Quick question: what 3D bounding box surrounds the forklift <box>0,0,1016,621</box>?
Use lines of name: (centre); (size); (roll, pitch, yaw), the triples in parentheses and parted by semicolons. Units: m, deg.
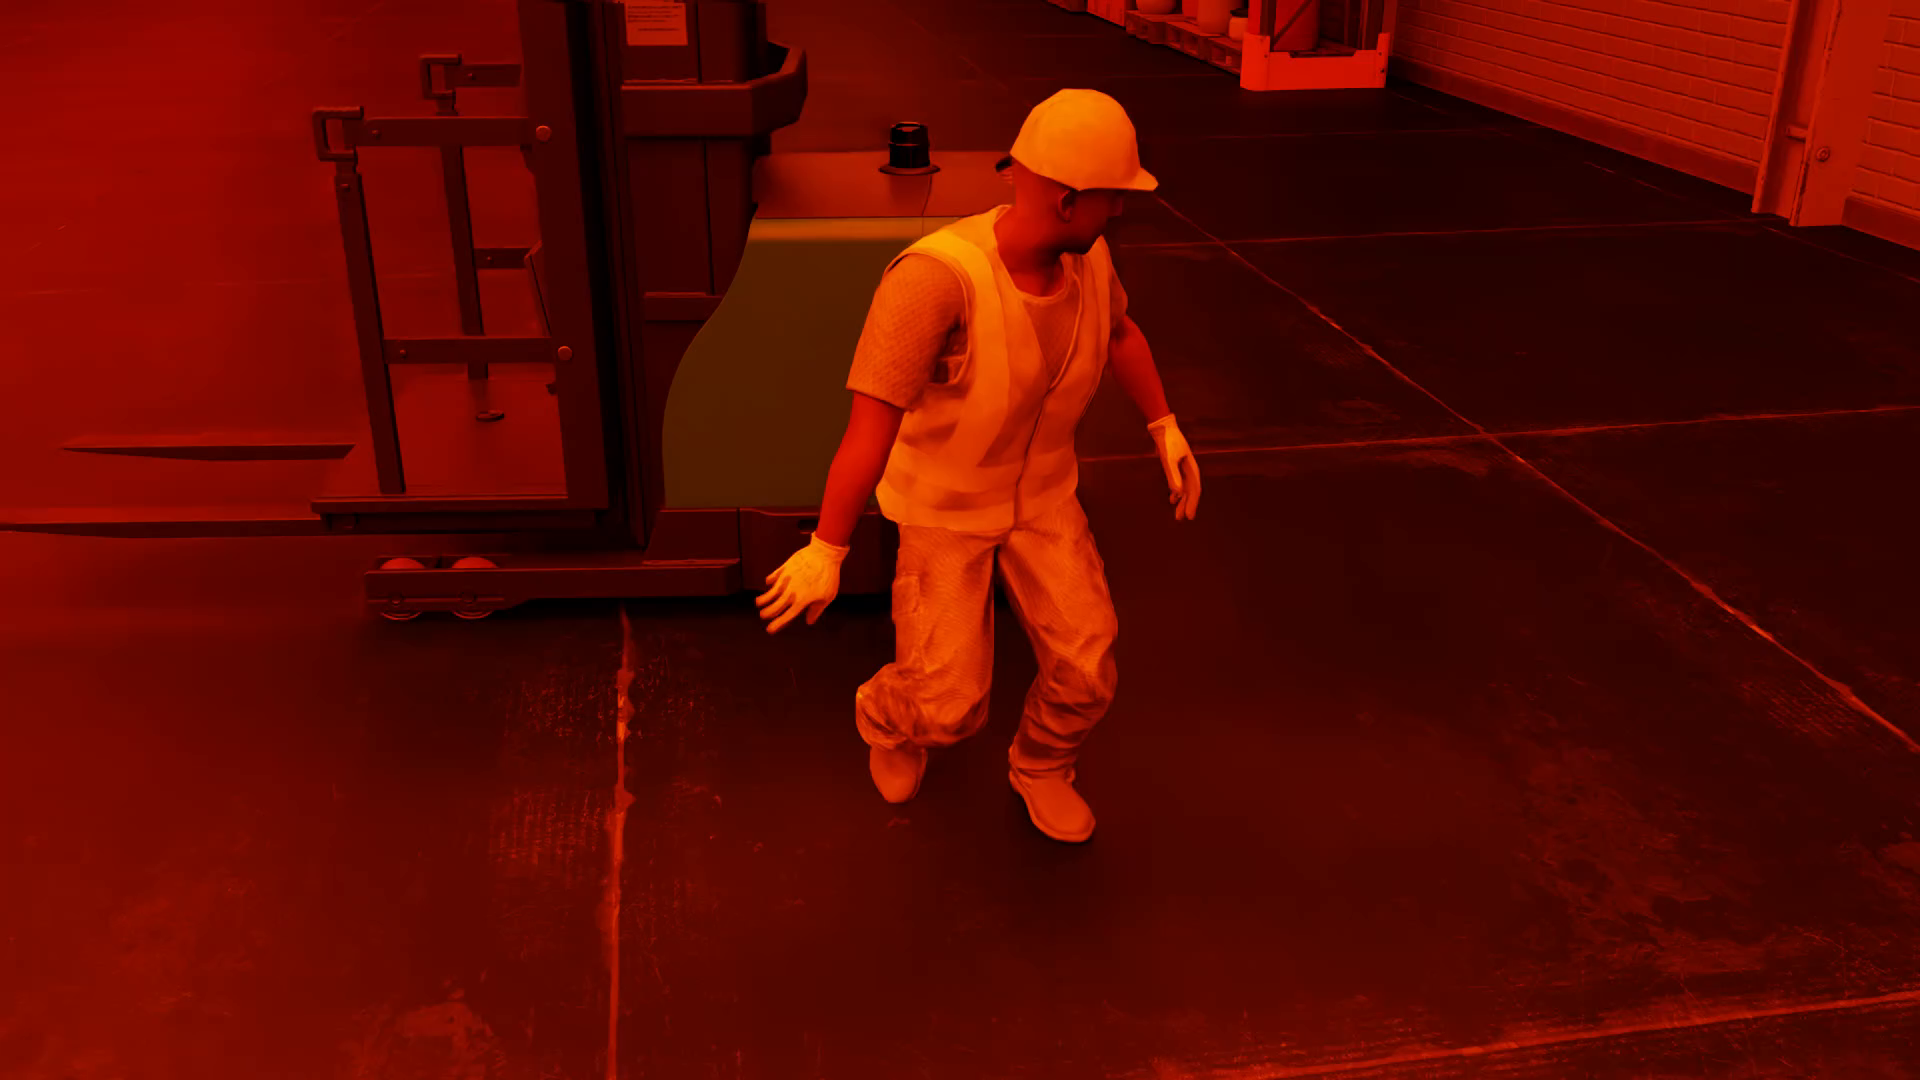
forklift: (-1.256, -1.341, 4.434); (3.031, 2.935, 1.130); (-1, 23, -2)

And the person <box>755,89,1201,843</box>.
person: (0.022, -0.096, 3.300); (0.959, 1.592, 0.588); (-13, 27, -28)
